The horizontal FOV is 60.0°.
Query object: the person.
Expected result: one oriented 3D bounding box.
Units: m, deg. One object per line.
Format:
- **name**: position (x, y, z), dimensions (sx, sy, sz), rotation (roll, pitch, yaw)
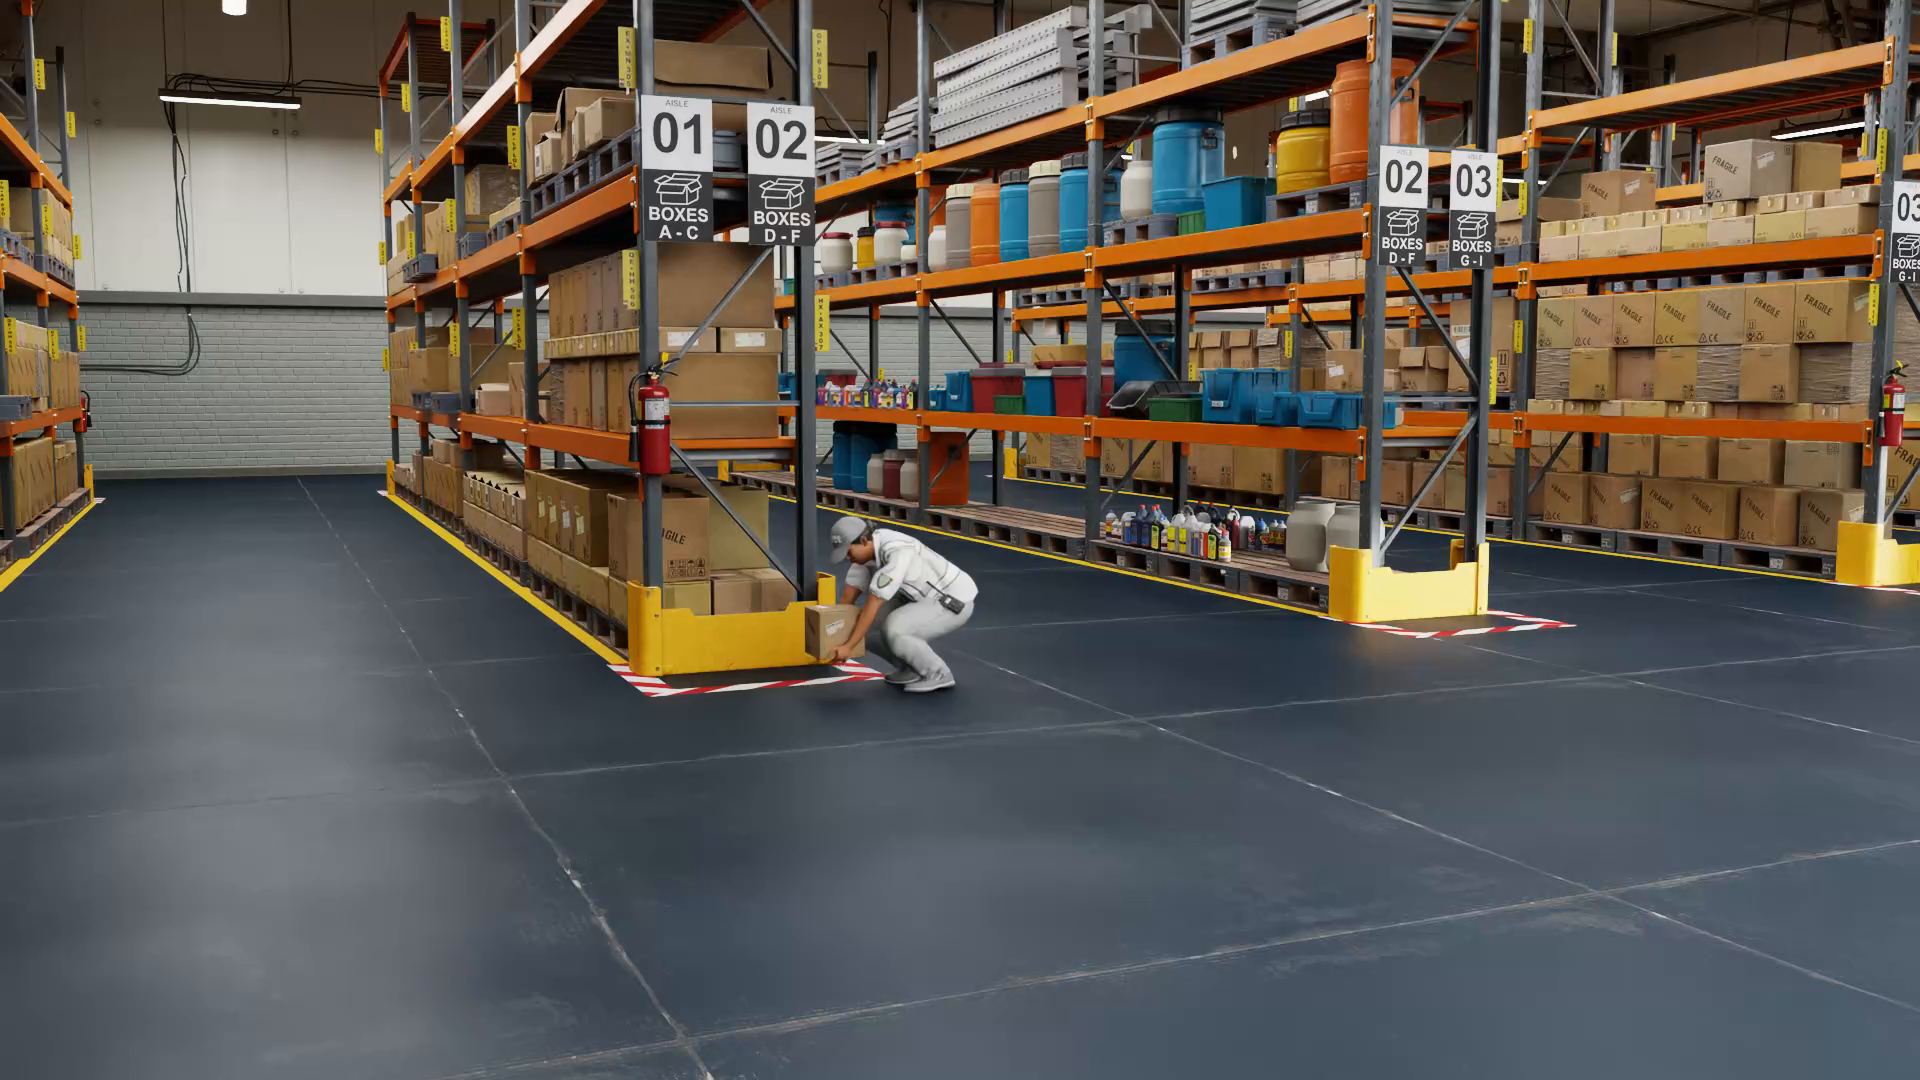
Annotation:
- **person**: position (-0.337, 0.331, 8.881), dimensions (0.876, 0.948, 0.512), rotation (-3, 6, -25)
